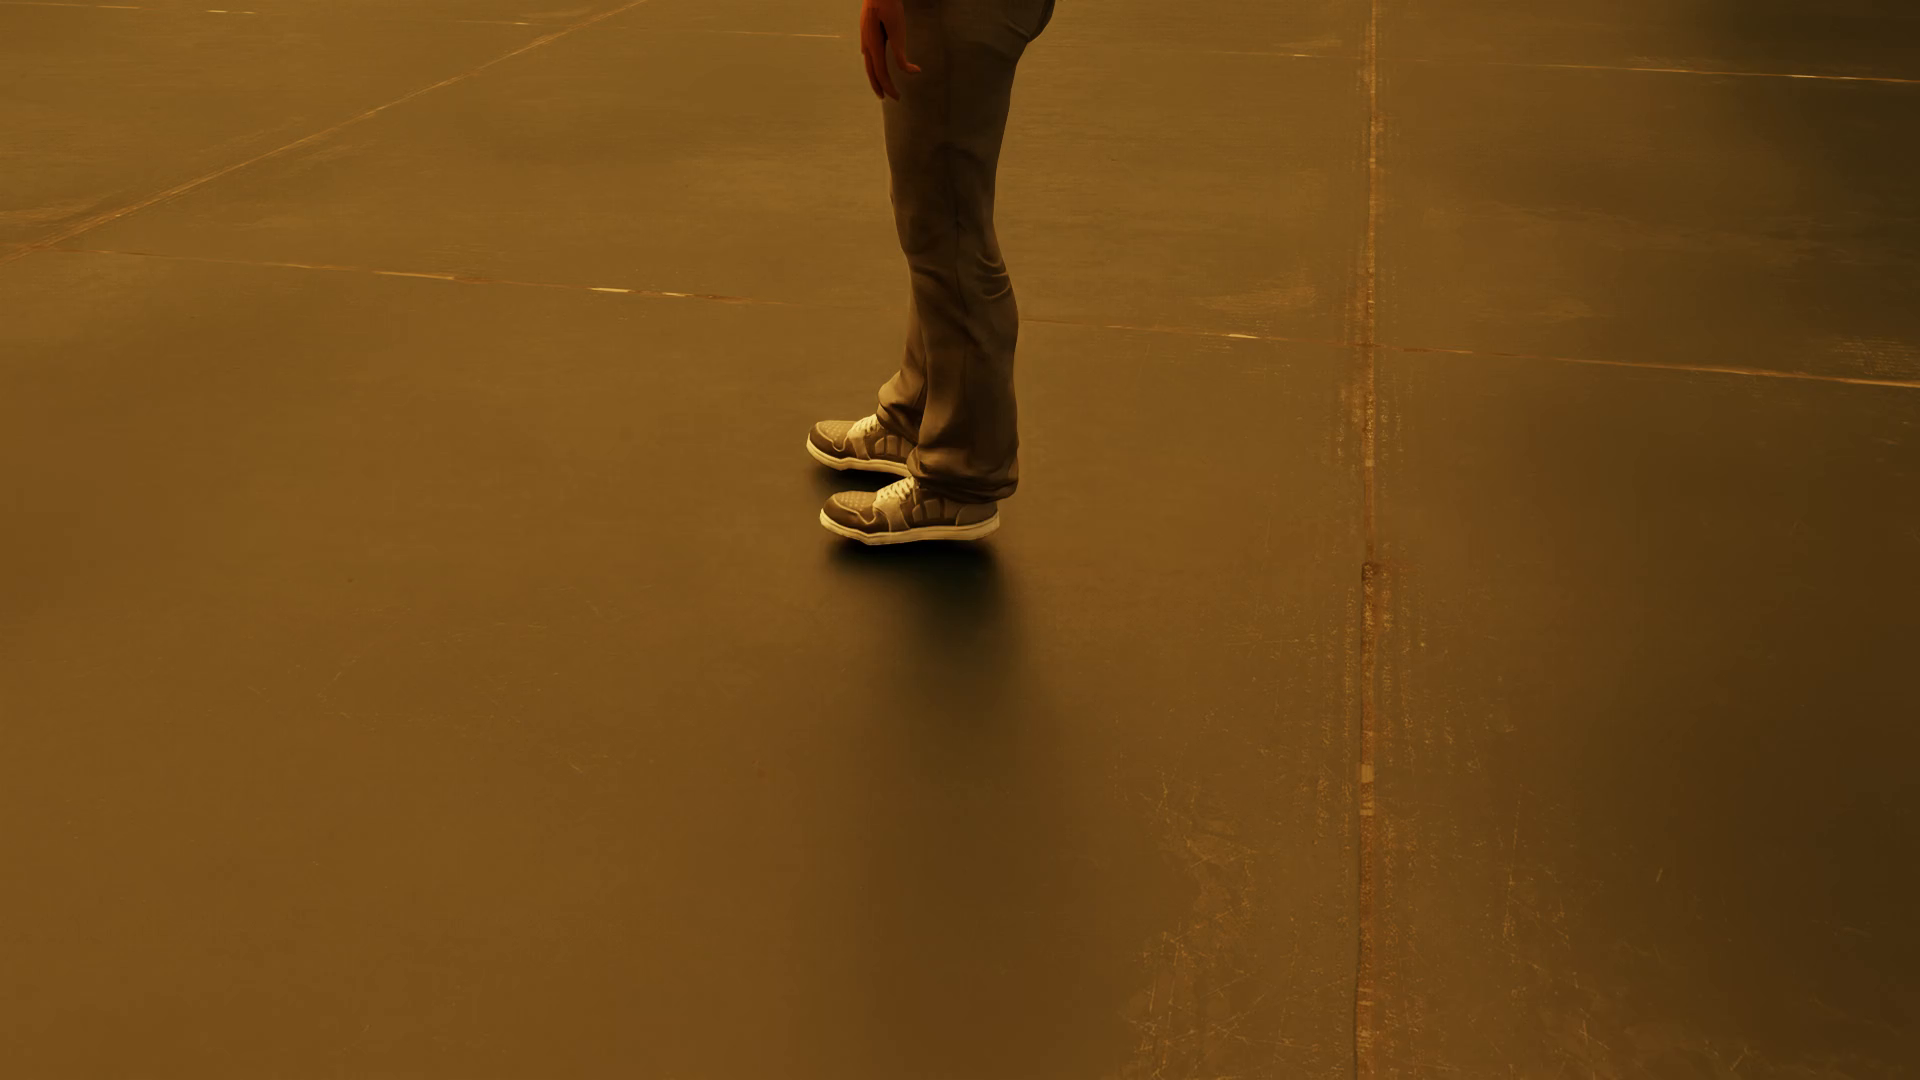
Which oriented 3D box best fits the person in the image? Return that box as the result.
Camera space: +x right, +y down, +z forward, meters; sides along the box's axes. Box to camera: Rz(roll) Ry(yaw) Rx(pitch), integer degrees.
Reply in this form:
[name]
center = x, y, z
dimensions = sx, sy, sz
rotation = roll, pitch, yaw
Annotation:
[person]
center = -0.070, -0.733, 2.164
dimensions = 0.473, 1.599, 0.520
rotation = 6, 27, 11
